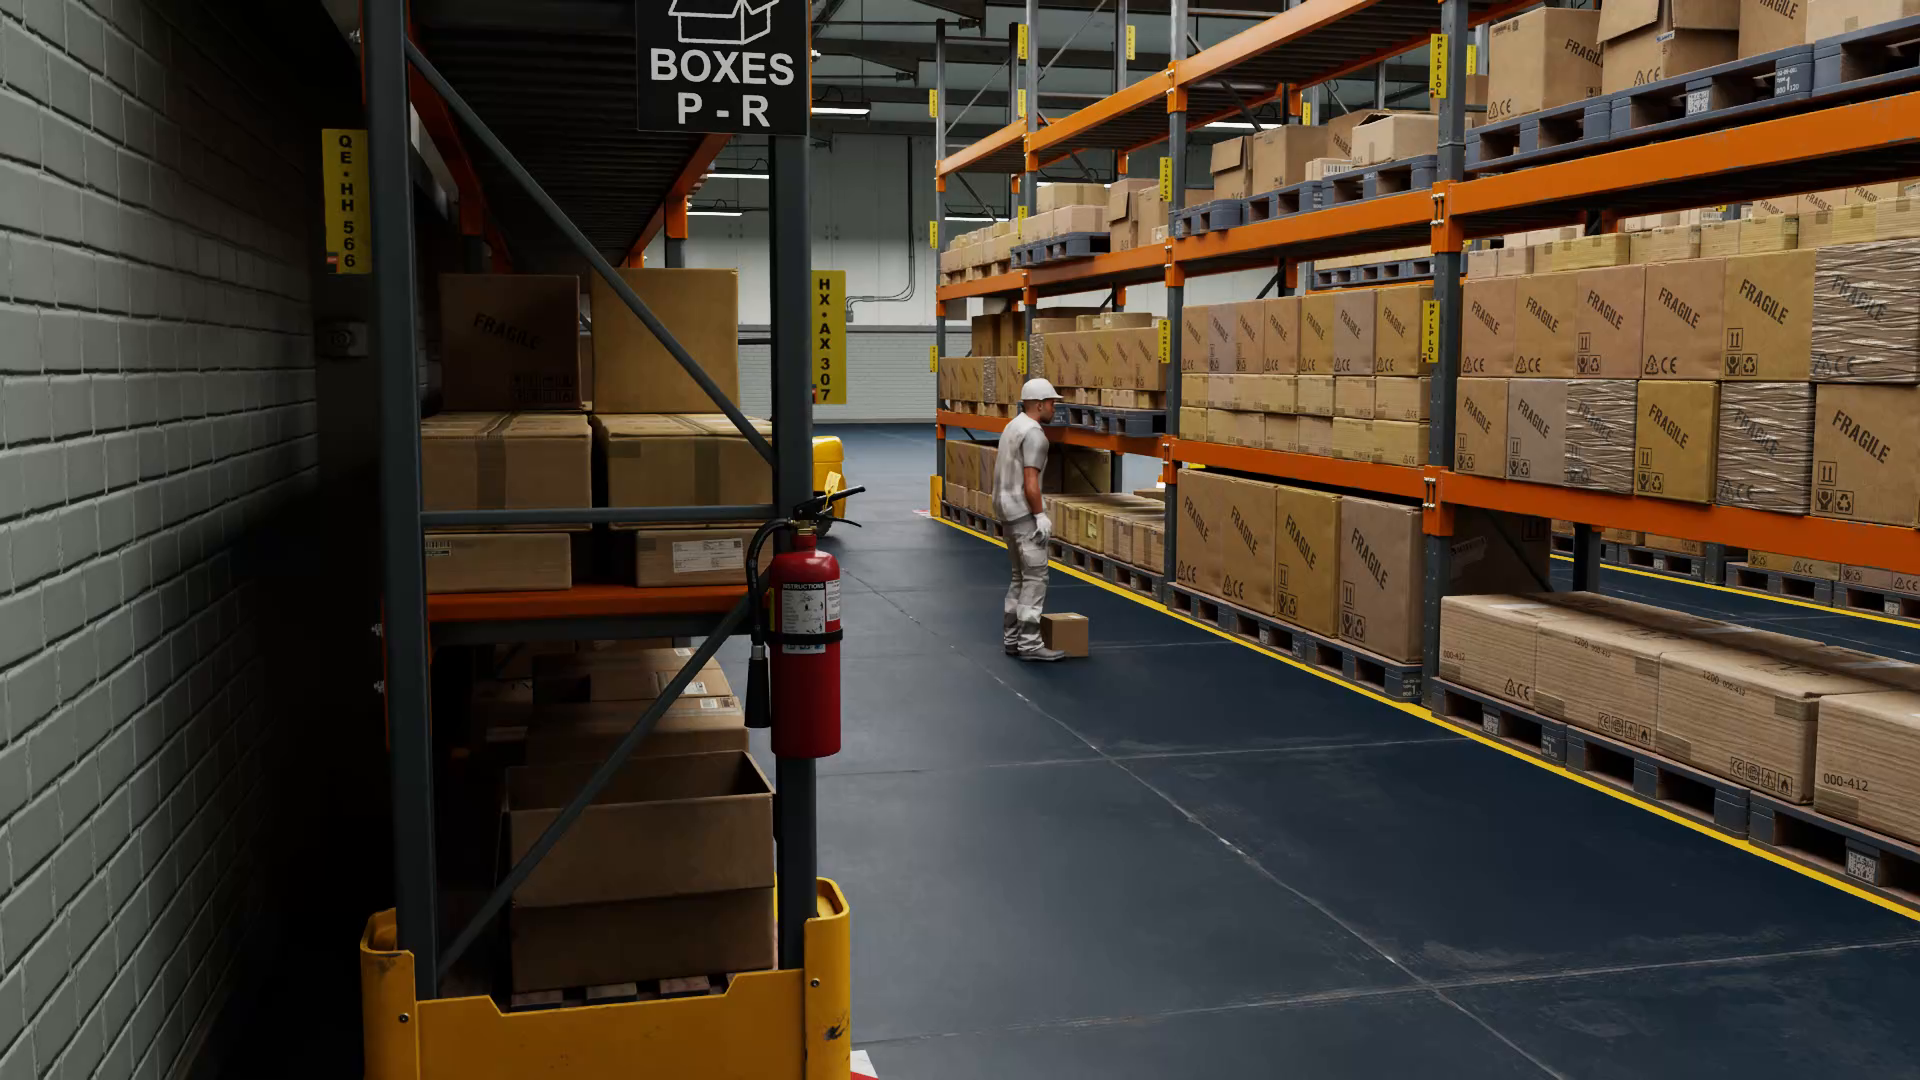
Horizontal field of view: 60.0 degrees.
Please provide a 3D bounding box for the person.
[{"bbox_3d":[0.446,-0.136,10.614,0.453,1.778,0.604,-1,6,-14],"label":"person"}]
